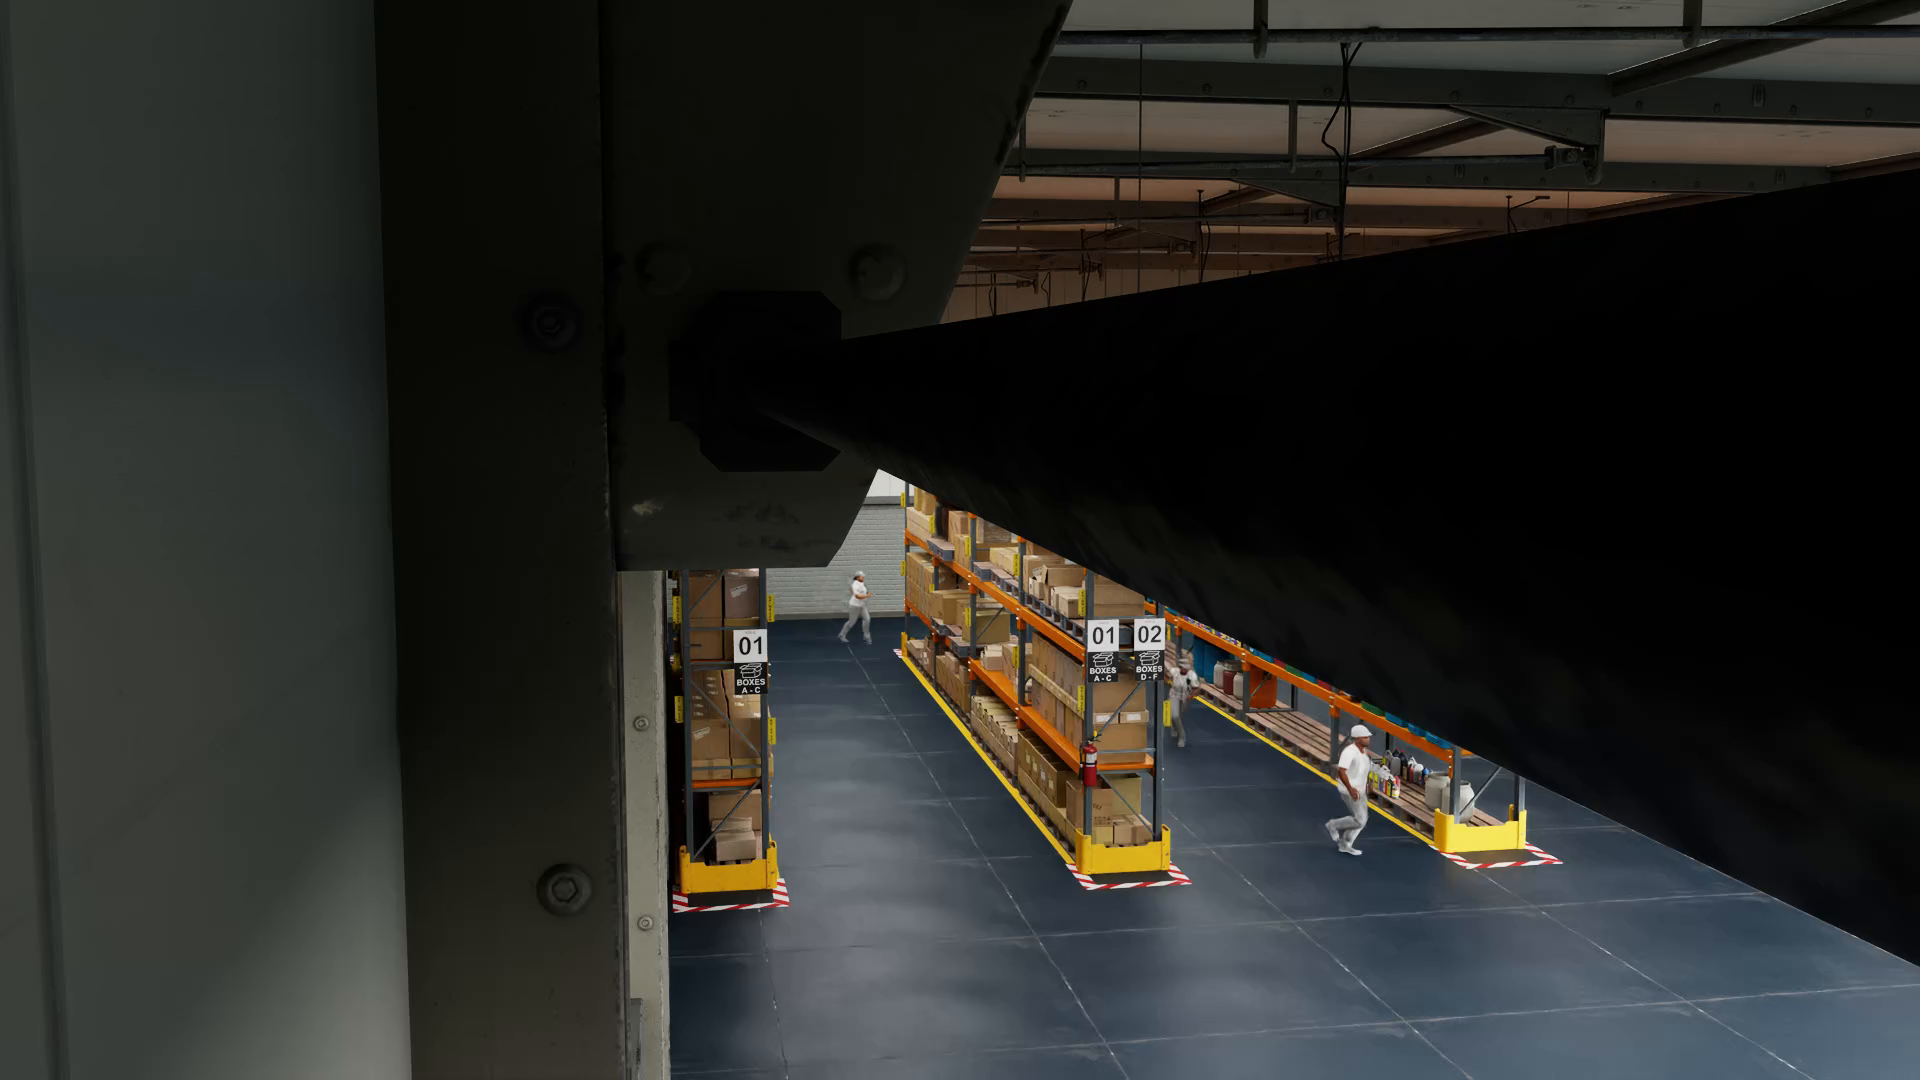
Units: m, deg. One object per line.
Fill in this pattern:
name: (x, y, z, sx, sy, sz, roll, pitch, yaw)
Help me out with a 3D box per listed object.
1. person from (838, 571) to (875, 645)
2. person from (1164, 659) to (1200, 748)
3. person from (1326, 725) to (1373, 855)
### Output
person: (-2.372, 1.555, 38.026, 0.852, 1.712, 0.593, 1, 6, 12)
person: (3.708, 2.673, 28.002, 0.600, 1.491, 1.029, 0, 6, 3)
person: (5.088, 3.247, 21.664, 0.539, 1.704, 0.700, 4, 7, 36)
